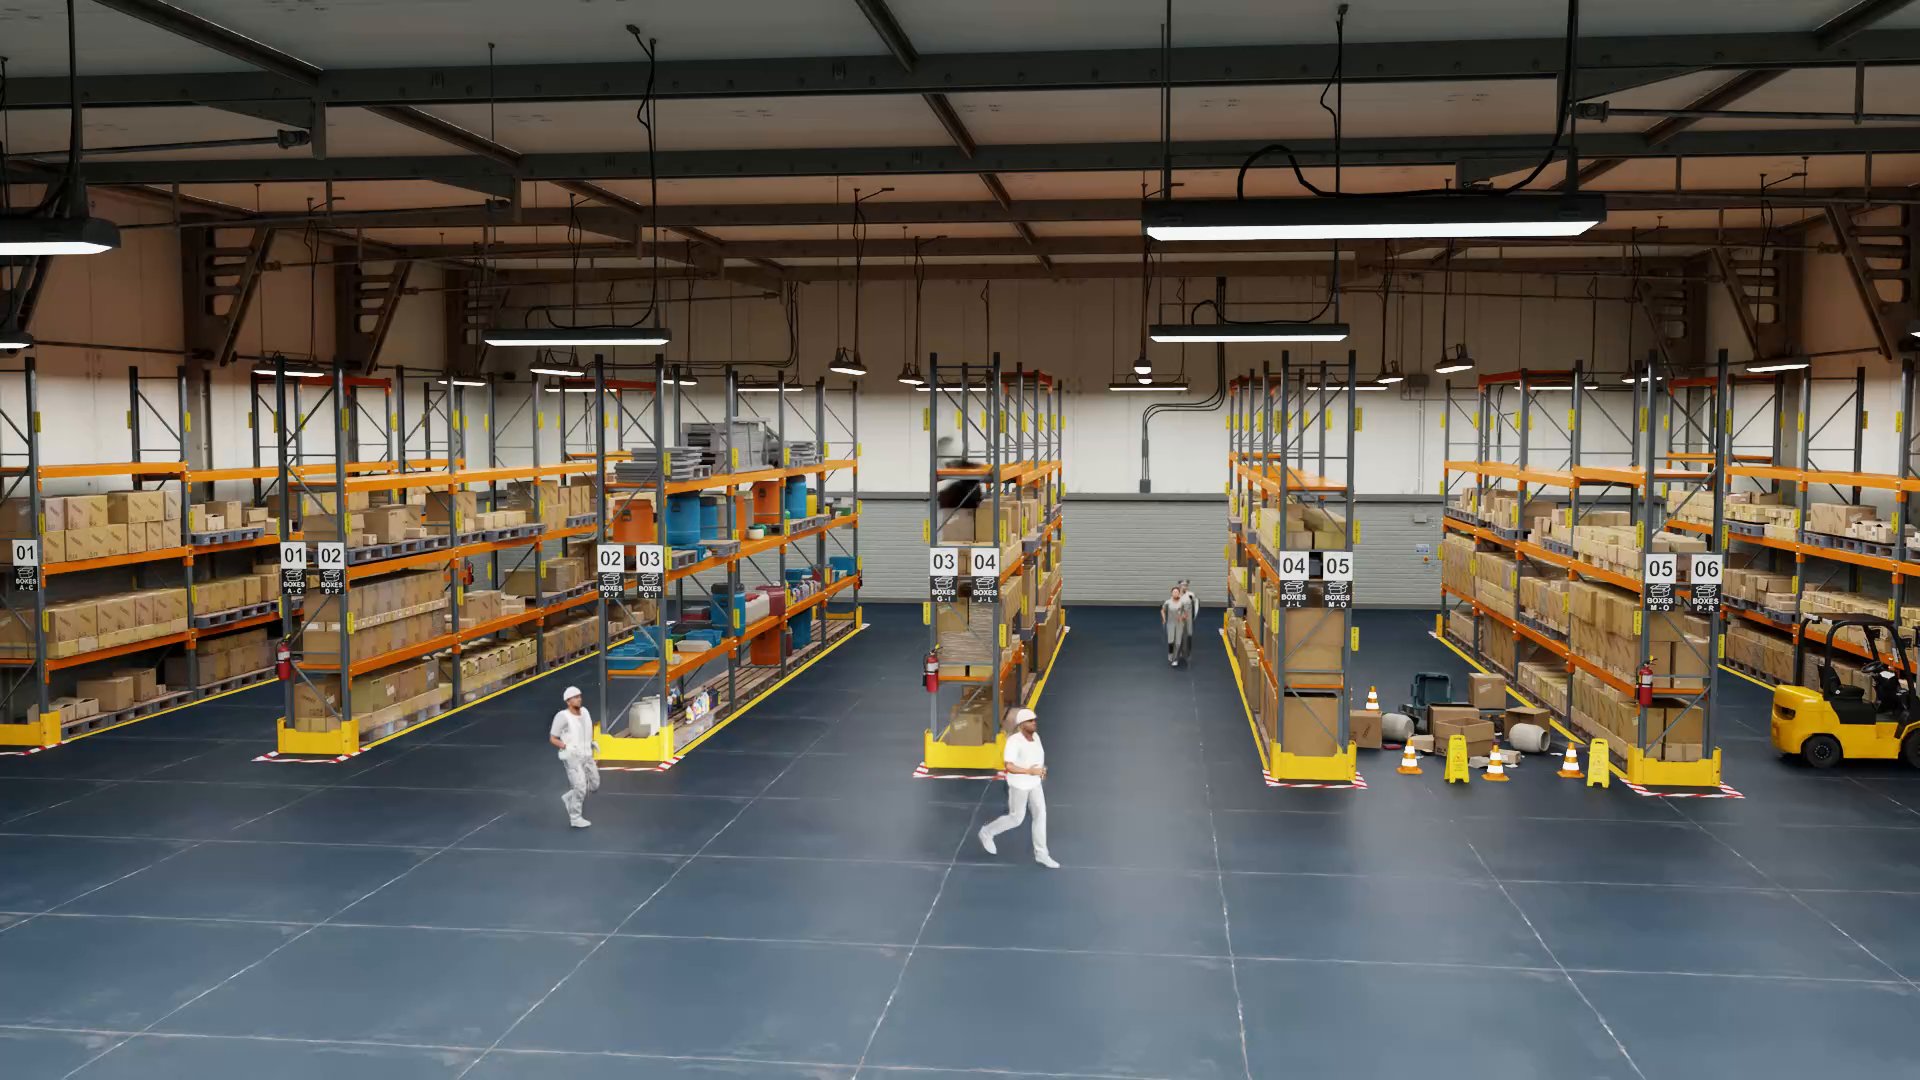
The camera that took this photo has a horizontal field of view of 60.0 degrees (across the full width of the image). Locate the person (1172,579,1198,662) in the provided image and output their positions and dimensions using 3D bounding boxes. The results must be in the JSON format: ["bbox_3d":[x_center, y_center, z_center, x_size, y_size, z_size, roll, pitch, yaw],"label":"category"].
[{"bbox_3d":[4.716,1.685,35.000,0.632,1.755,0.737,0,4,1],"label":"person"}]

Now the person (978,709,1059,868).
[{"bbox_3d":[0.699,2.786,18.868,0.975,1.771,0.710,3,5,37],"label":"person"}]

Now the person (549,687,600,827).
[{"bbox_3d":[-4.761,2.679,20.586,0.621,1.733,0.679,3,5,32],"label":"person"}]

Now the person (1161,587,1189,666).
[{"bbox_3d":[4.408,1.776,34.089,0.565,1.624,0.545,0,4,7],"label":"person"}]
